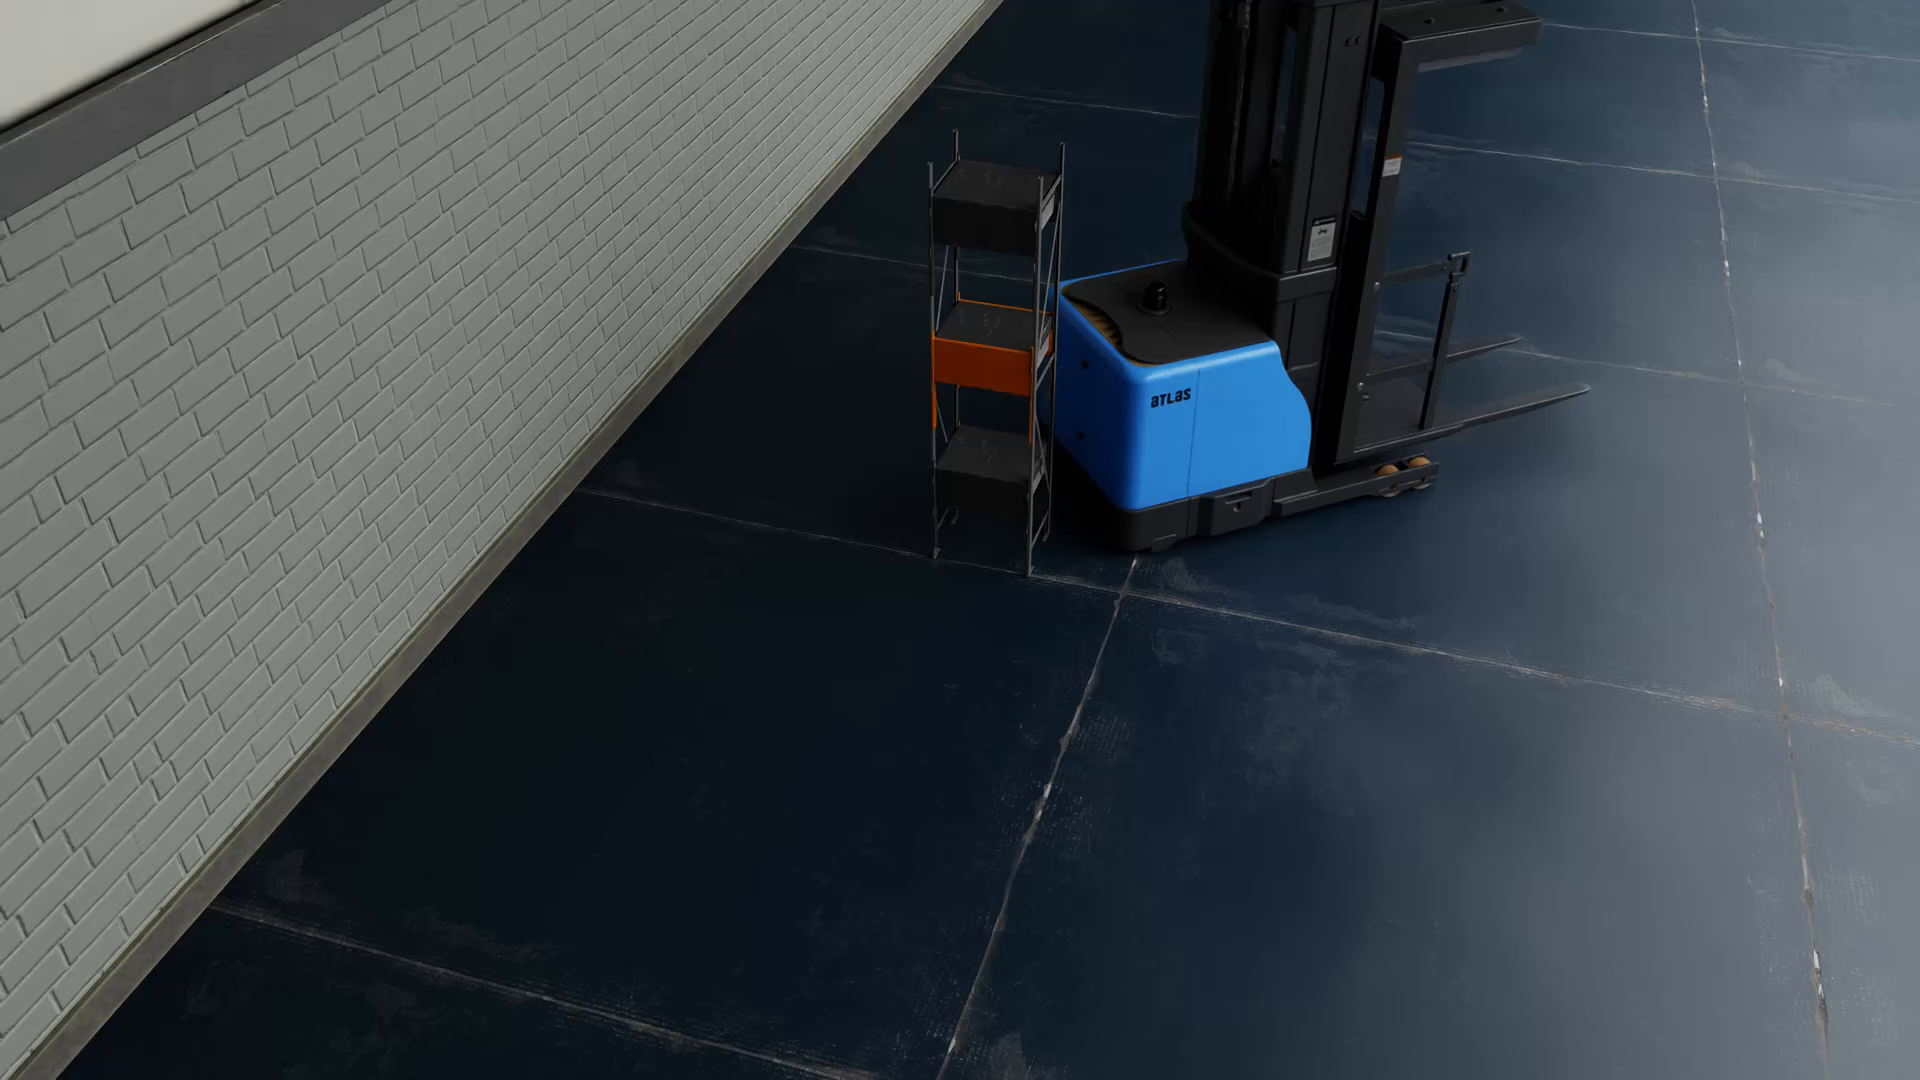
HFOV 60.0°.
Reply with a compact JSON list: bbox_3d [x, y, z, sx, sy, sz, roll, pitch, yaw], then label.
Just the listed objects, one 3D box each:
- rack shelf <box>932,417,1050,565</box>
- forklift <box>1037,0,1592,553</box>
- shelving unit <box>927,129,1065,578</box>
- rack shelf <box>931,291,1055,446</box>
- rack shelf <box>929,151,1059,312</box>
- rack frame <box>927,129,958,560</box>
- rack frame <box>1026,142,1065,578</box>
[{"bbox_3d":[0.158,-0.242,8.196,0.480,0.518,0.431,10,38,14],"label":"rack shelf"},{"bbox_3d":[1.976,-1.679,8.244,3.031,2.935,1.130,-14,39,-18],"label":"forklift"},{"bbox_3d":[0.158,-0.816,7.773,0.503,2.100,0.431,10,38,14],"label":"shelving unit"},{"bbox_3d":[0.158,-0.805,7.781,0.480,0.518,0.431,10,38,14],"label":"rack shelf"},{"bbox_3d":[0.158,-1.369,7.366,0.480,0.518,0.431,10,38,14],"label":"rack shelf"},{"bbox_3d":[-0.075,-0.860,7.831,0.015,2.100,0.400,10,38,14],"label":"rack frame"},{"bbox_3d":[0.391,-0.773,7.714,0.015,2.100,0.400,10,38,14],"label":"rack frame"}]
